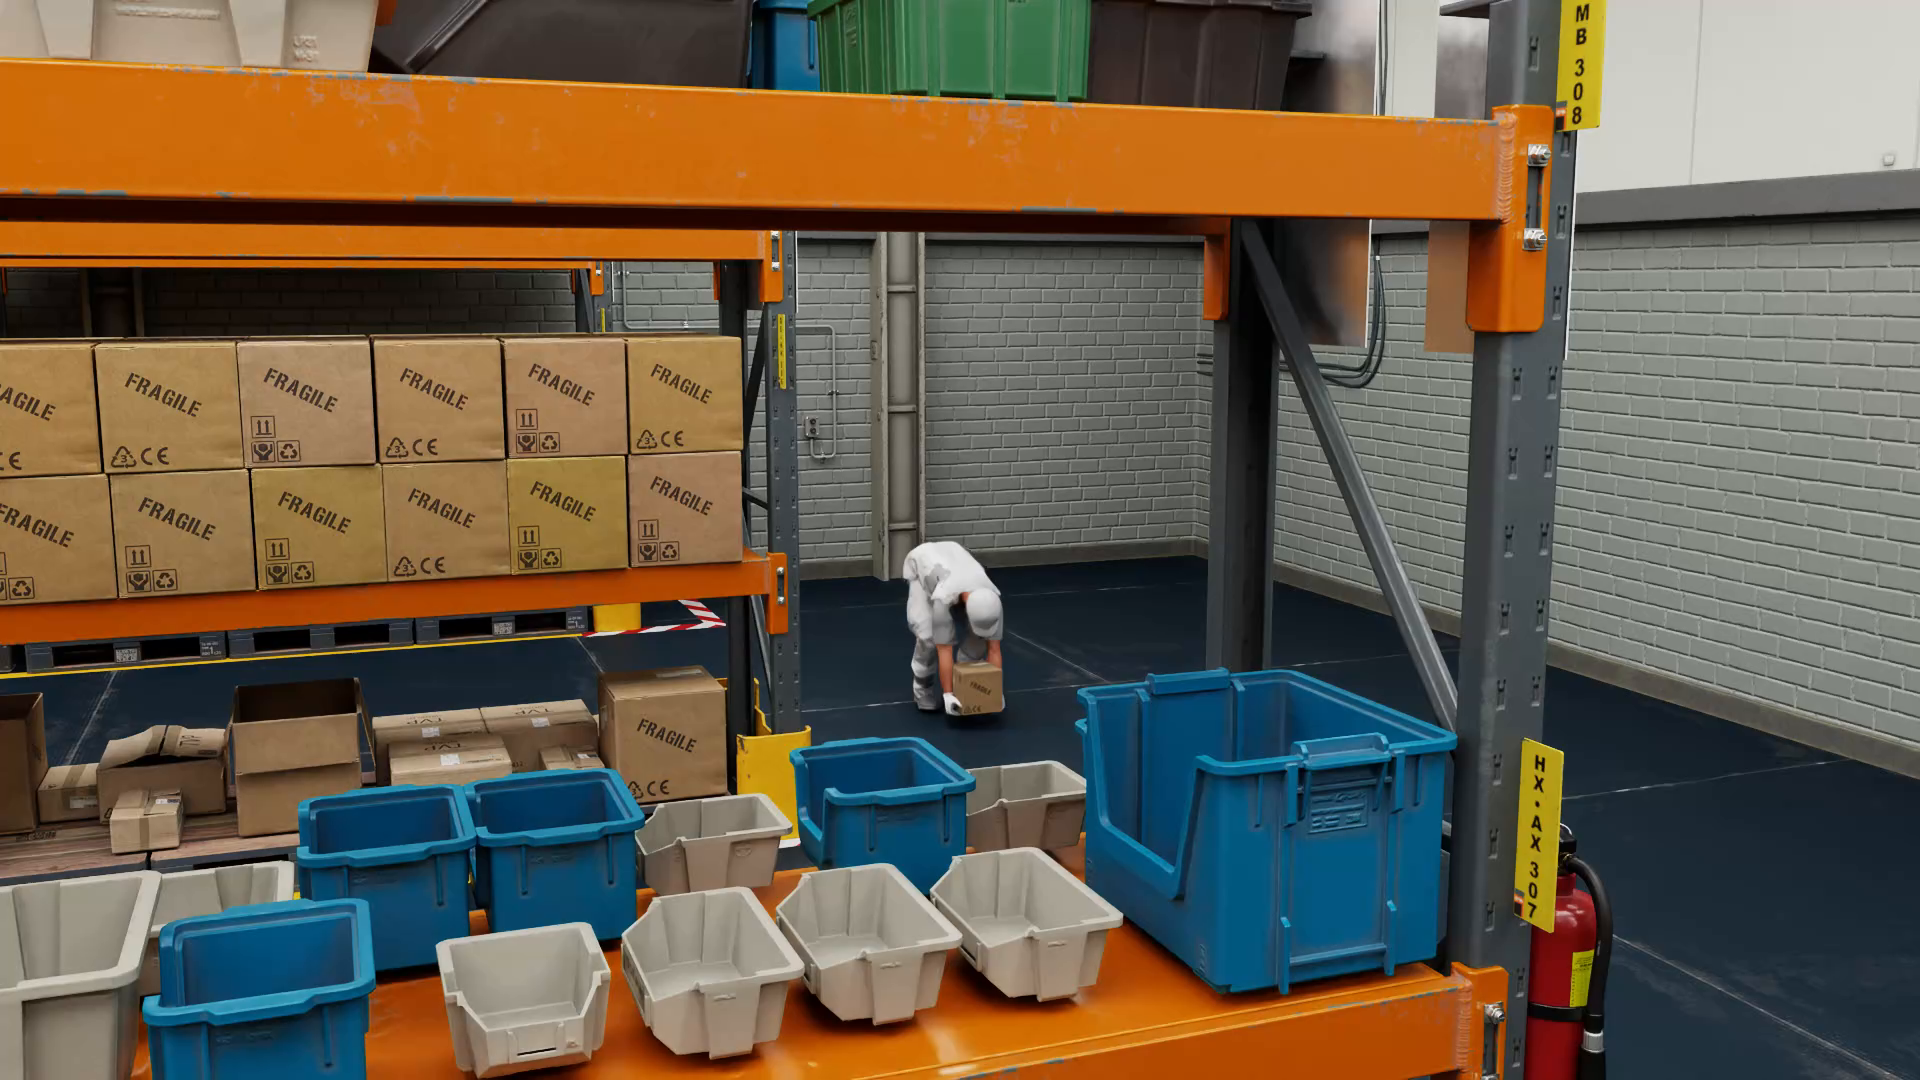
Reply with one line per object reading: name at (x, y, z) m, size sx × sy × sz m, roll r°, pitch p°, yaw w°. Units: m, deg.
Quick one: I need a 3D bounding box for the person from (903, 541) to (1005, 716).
person at (-0.017, 0.538, 9.864) m, size 0.519 × 0.997 × 0.950 m, roll -4°, pitch 10°, yaw -24°
